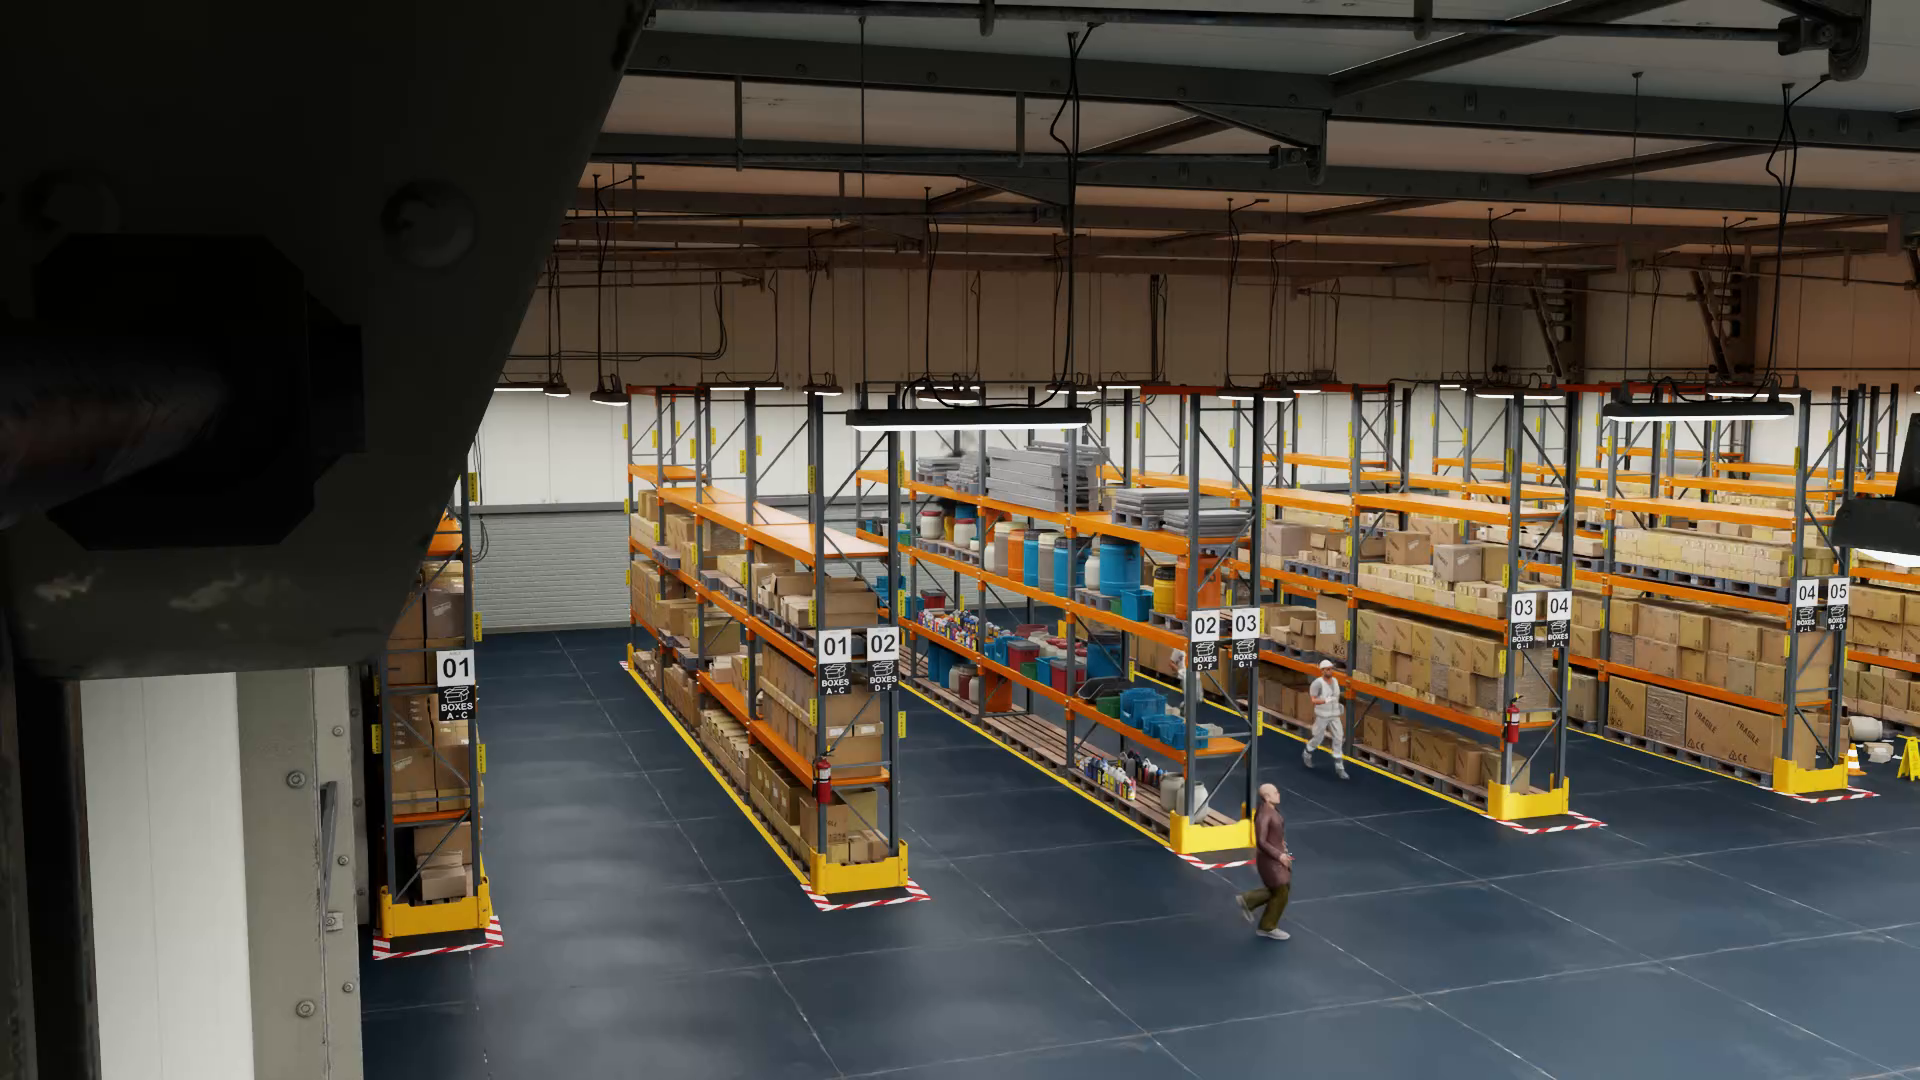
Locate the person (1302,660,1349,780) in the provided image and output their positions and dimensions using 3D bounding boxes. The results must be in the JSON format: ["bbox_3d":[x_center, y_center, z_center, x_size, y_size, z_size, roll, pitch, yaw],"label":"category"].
[{"bbox_3d":[5.699,2.749,25.857,0.661,1.790,0.969,-2,6,-23],"label":"person"}]

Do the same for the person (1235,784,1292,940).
[{"bbox_3d":[3.392,3.565,18.530,0.628,1.746,0.715,1,6,12],"label":"person"}]

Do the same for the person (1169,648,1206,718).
[{"bbox_3d":[4.020,2.437,29.379,0.685,1.735,0.667,-3,7,-28],"label":"person"}]
